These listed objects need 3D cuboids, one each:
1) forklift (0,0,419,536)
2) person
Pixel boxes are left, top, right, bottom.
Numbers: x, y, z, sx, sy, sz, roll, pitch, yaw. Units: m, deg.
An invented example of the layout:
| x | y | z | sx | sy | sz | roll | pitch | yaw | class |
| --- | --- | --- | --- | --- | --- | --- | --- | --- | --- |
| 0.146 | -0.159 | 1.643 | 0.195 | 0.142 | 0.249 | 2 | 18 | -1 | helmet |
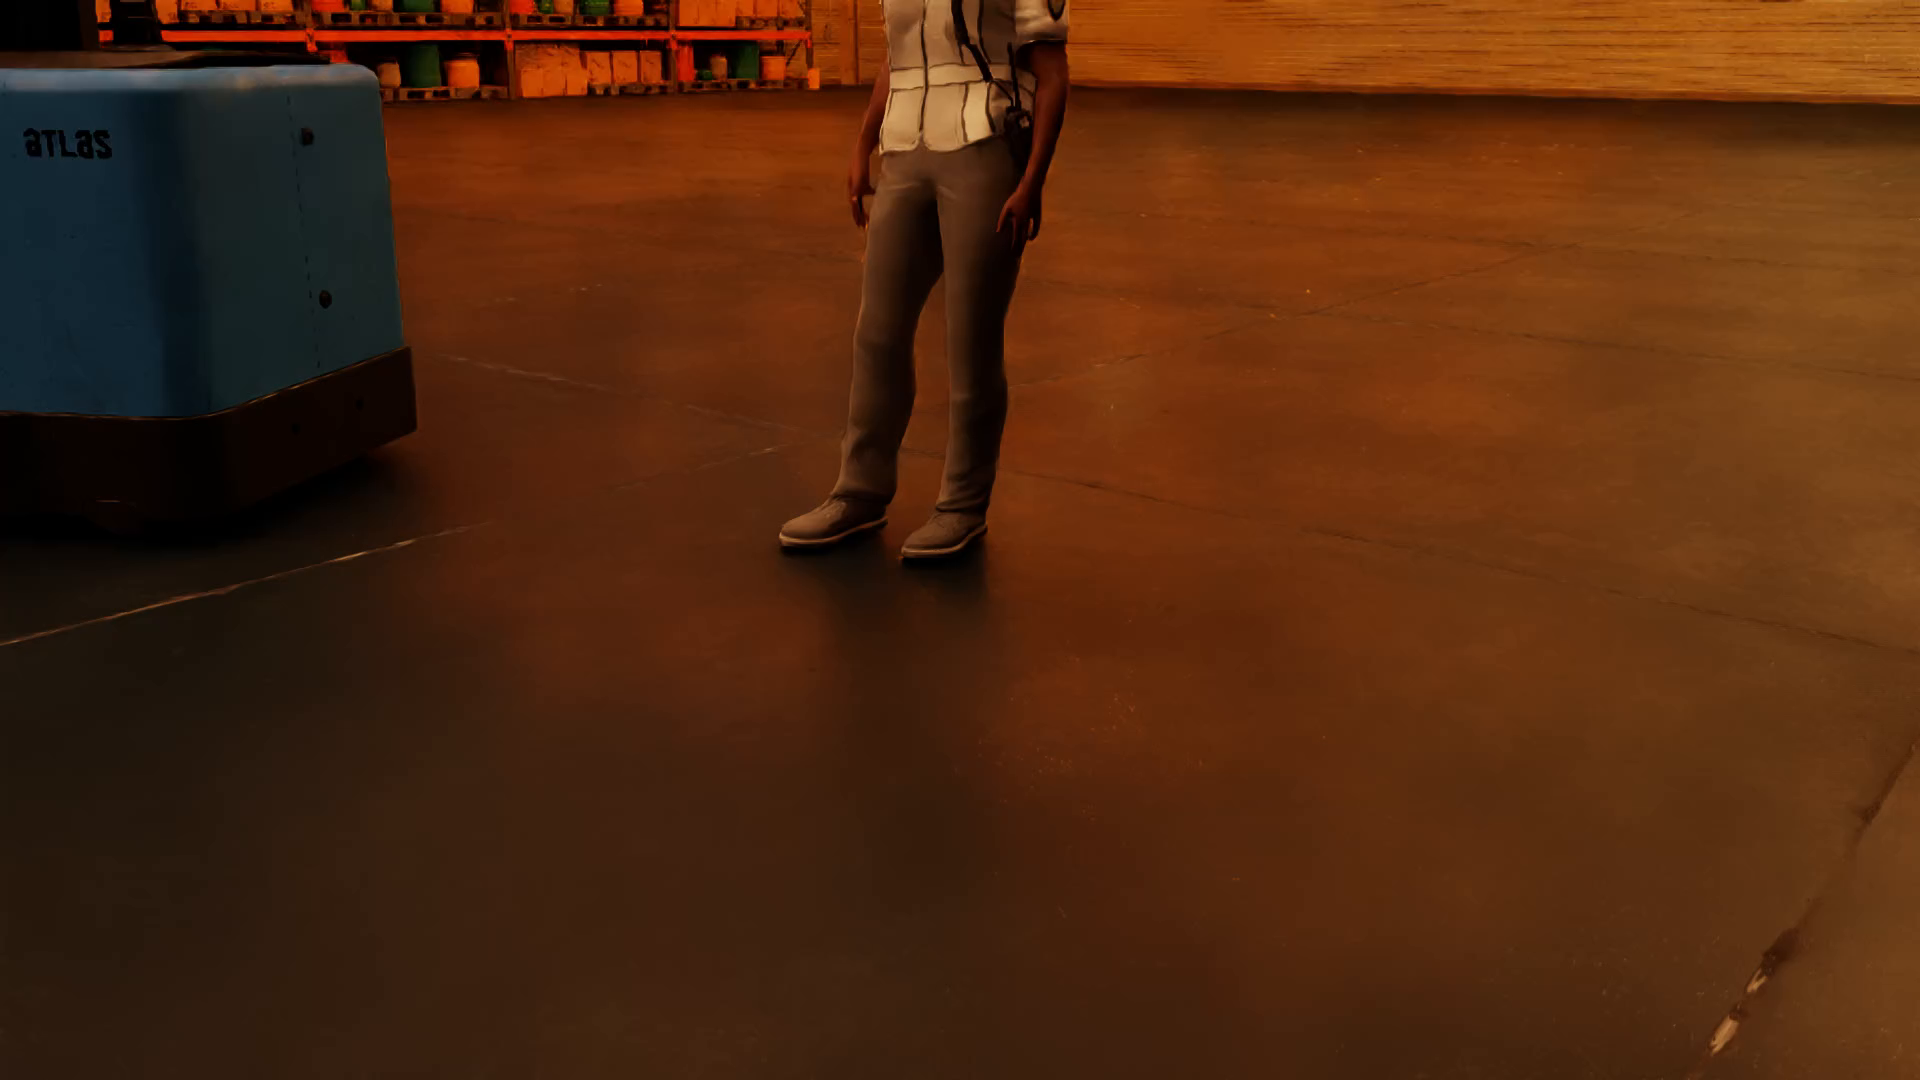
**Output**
| x | y | z | sx | sy | sz | roll | pitch | yaw | class |
| --- | --- | --- | --- | --- | --- | --- | --- | --- | --- |
| -3.111 | -1.603 | 4.177 | 3.031 | 2.935 | 1.130 | 3 | 17 | 10 | forklift |
| -0.063 | -0.805 | 3.650 | 0.570 | 1.695 | 0.529 | 13 | 21 | 37 | person |
